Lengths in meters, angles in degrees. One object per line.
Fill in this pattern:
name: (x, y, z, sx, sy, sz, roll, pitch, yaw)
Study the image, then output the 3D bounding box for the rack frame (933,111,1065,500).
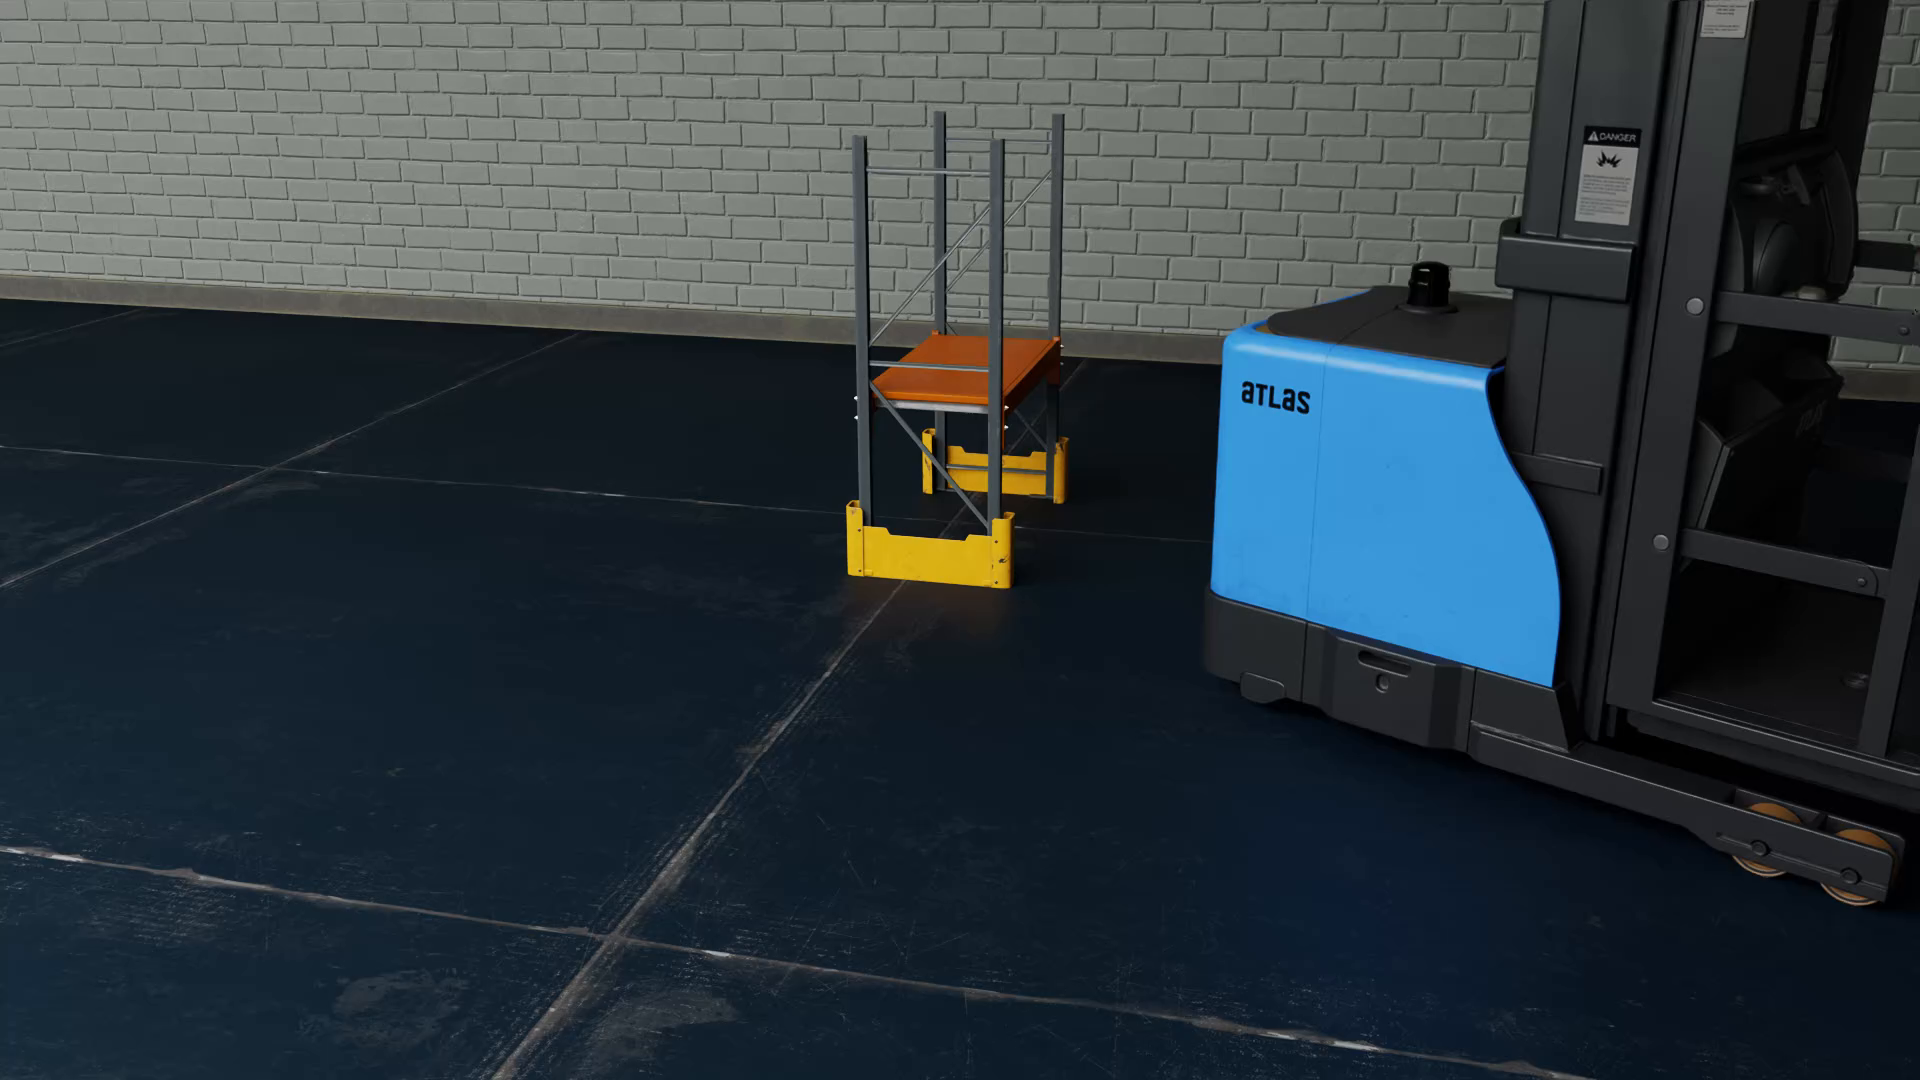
rack frame: (0.145, -0.896, 6.490, 0.500, 1.500, 0.032, 5, 19, 13)

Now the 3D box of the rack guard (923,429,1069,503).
rack guard: (0.140, -0.298, 6.674, 0.587, 0.250, 0.087, 5, 19, 13)

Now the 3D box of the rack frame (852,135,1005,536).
rack frame: (-0.103, -0.577, 5.557, 0.500, 1.500, 0.032, 5, 19, 13)

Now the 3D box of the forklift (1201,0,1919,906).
forklift: (2.152, -0.752, 3.855, 3.031, 2.935, 1.130, 16, 24, 38)

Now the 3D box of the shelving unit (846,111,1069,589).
shelving unit: (0.019, -0.734, 6.015, 0.587, 1.500, 1.083, 5, 19, 13)

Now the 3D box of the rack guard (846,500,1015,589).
rack guard: (-0.103, 0.014, 5.760, 0.587, 0.250, 0.087, 5, 19, 13)

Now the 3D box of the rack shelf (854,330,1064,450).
rack shelf: (0.021, -0.566, 6.082, 0.538, 0.185, 1.000, 5, 19, 13)
